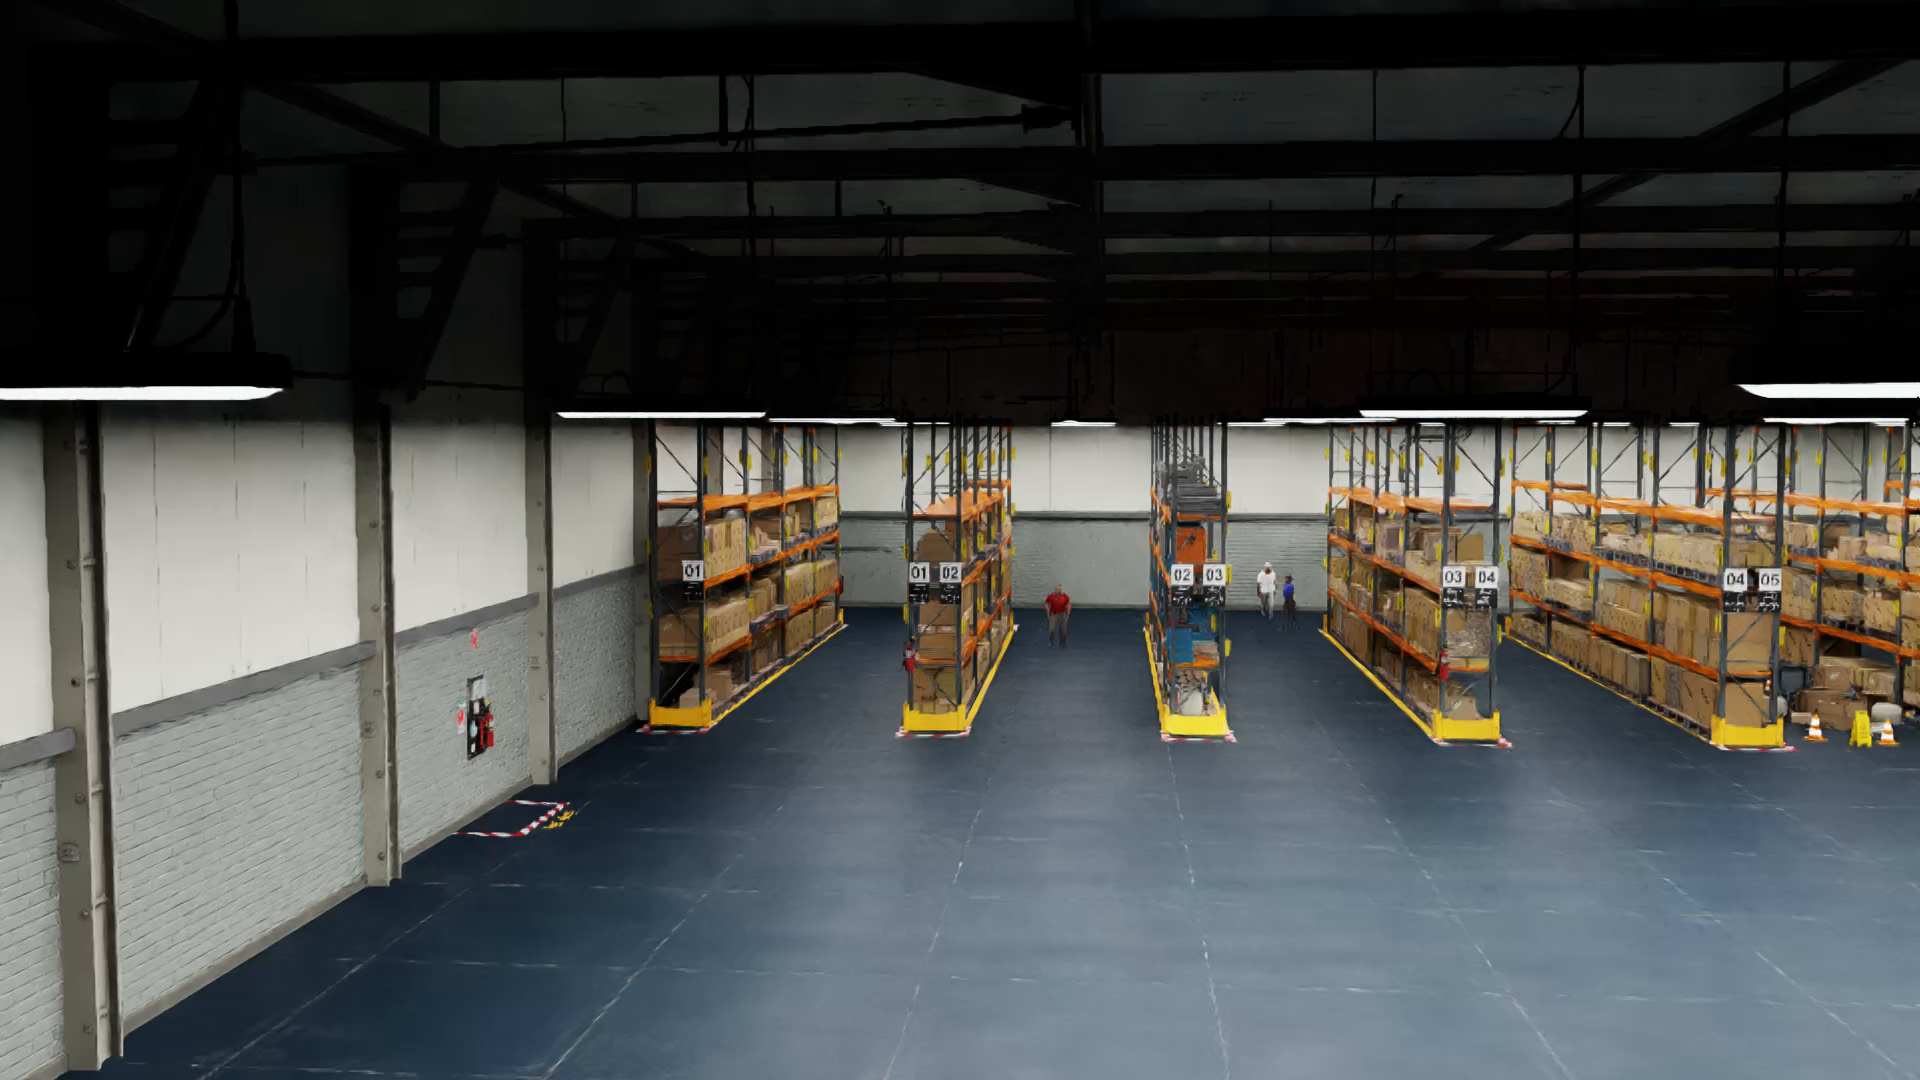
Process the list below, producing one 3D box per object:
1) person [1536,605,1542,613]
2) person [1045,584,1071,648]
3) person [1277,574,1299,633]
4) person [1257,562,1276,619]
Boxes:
[{"bbox_3d":[16.432,1.721,47.197,0.469,1.641,0.660,2,4,30],"label":"person"},{"bbox_3d":[2.554,1.974,43.362,0.682,1.676,0.529,0,4,3],"label":"person"},{"bbox_3d":[9.221,1.765,46.549,0.511,1.655,0.587,-1,4,-9],"label":"person"},{"bbox_3d":[9.233,1.503,50.024,0.577,1.691,1.121,0,4,7],"label":"person"}]
